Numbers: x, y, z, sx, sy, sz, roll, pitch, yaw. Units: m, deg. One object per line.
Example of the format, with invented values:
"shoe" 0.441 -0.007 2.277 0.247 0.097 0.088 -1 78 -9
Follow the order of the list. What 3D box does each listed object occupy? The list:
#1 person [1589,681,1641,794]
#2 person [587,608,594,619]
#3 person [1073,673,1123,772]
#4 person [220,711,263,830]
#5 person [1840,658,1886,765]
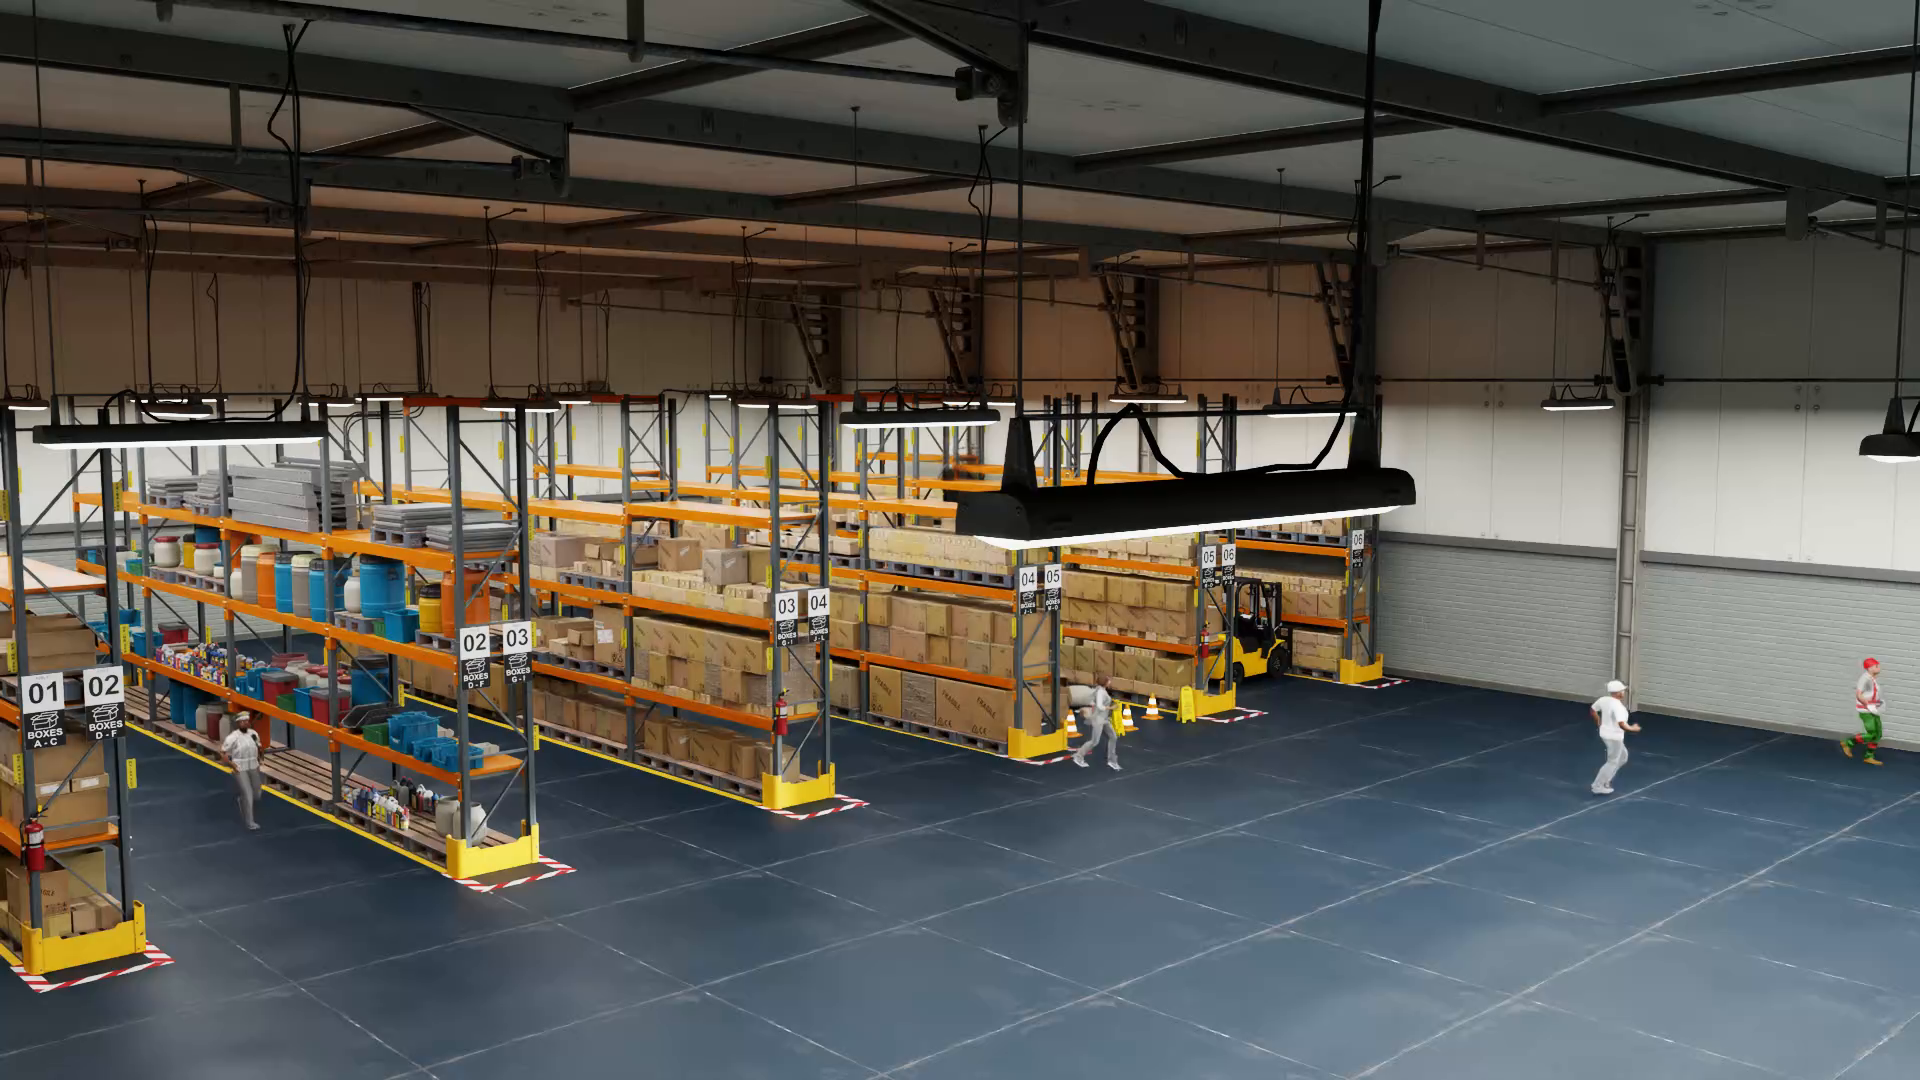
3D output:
"person" 9.975 3.021 25.327 0.684 1.779 0.734 0 6 2
"person" -9.040 1.528 41.183 0.613 1.697 0.745 2 6 19
"person" 2.223 2.952 26.845 0.802 1.623 0.563 1 6 12
"person" -10.138 3.231 23.526 0.701 1.655 0.580 5 7 40
"person" 14.937 2.810 27.458 0.633 1.761 0.681 5 7 40
